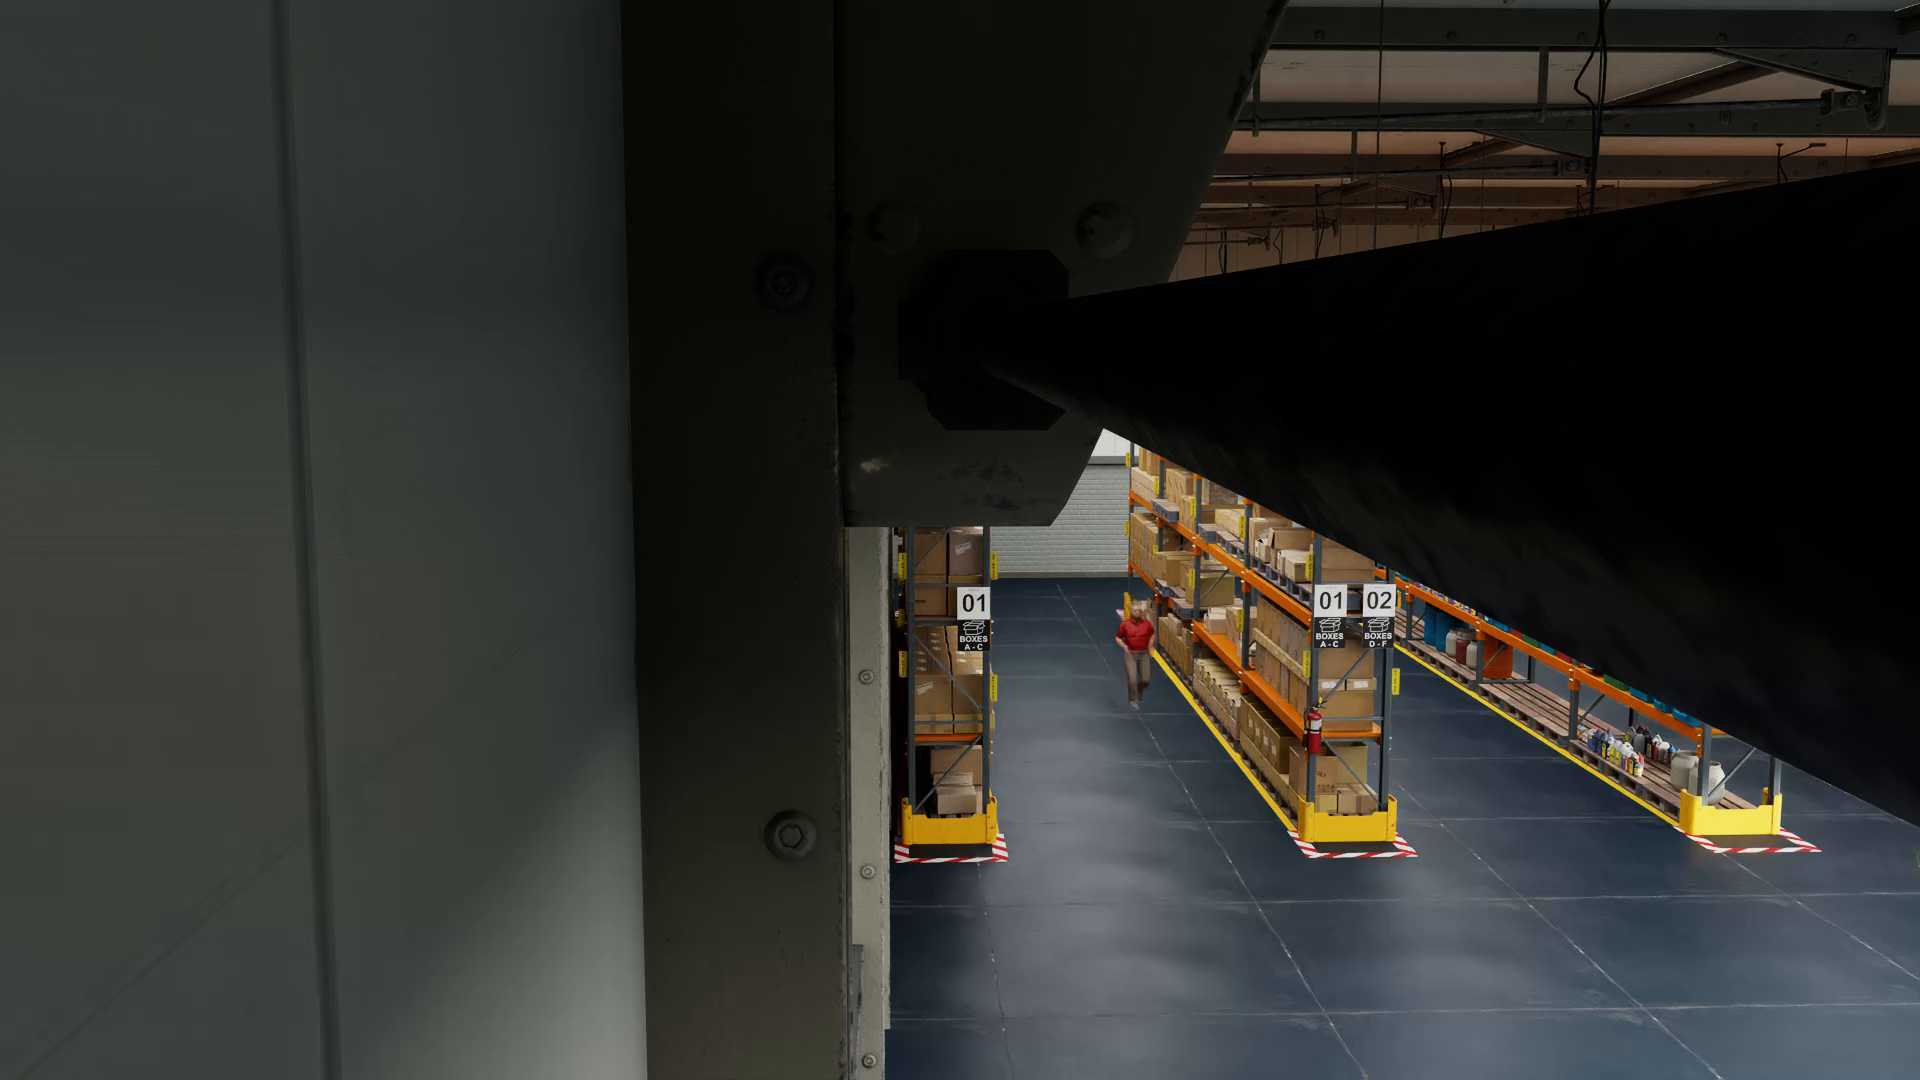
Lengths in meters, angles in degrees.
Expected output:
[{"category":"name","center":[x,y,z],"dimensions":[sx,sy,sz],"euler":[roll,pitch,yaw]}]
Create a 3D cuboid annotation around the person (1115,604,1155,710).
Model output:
[{"category":"person","center":[2.814,1.862,26.501],"dimensions":[0.659,1.674,0.581],"euler":[-1,7,-5]}]
